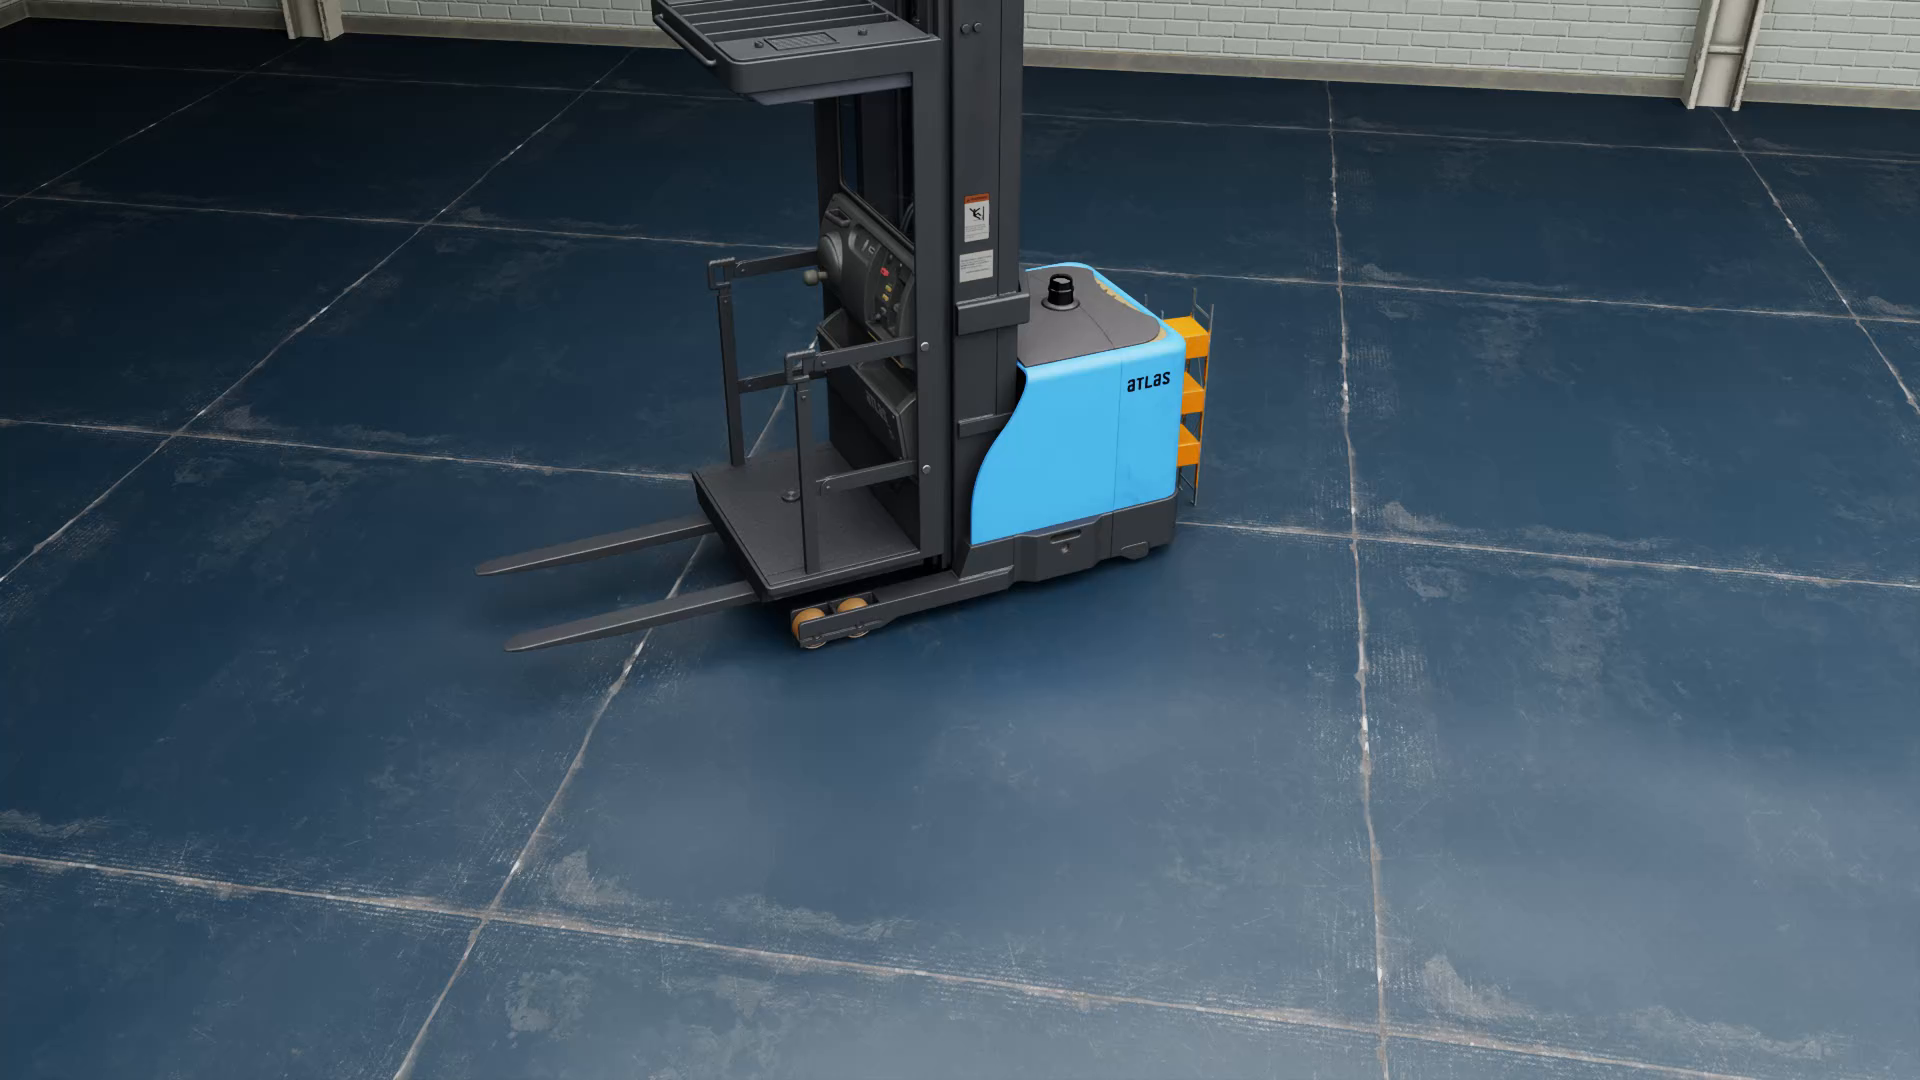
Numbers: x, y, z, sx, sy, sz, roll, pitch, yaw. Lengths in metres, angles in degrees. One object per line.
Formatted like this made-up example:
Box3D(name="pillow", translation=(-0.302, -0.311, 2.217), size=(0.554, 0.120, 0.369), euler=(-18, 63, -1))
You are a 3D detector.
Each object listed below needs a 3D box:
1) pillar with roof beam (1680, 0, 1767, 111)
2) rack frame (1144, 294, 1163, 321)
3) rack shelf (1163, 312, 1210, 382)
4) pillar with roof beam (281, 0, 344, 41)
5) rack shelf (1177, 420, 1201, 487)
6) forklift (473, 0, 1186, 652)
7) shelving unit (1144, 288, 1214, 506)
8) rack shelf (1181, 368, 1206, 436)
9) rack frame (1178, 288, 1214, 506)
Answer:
Box3D(name="pillar with roof beam", translation=(5.285, -5.063, 7.357), size=(0.400, 9.000, 9.100), euler=(5, 32, 8))
Box3D(name="rack frame", translation=(0.871, -0.620, 7.751), size=(0.008, 1.050, 0.200), euler=(-10, 33, -15))
Box3D(name="rack shelf", translation=(0.987, -0.871, 7.637), size=(0.240, 0.259, 0.215), euler=(-10, 33, -15))
Box3D(name="pillar with roof beam", translation=(-6.544, -6.134, 9.069), size=(0.400, 9.000, 9.100), euler=(5, 32, 8))
Box3D(name="rack shelf", translation=(0.987, -0.395, 7.935), size=(0.240, 0.259, 0.215), euler=(-10, 33, -15))
Box3D(name="forklift", translation=(-0.573, -1.104, 6.752), size=(3.031, 2.935, 1.130), euler=(-14, 35, -21))
Box3D(name="shelving unit", translation=(0.987, -0.640, 7.782), size=(0.252, 1.050, 0.215), euler=(-10, 33, -15))
Box3D(name="rack shelf", translation=(0.987, -0.631, 7.788), size=(0.240, 0.259, 0.215), euler=(-10, 33, -15))
Box3D(name="rack frame", translation=(1.104, -0.659, 7.814), size=(0.008, 1.050, 0.200), euler=(-10, 33, -15))
